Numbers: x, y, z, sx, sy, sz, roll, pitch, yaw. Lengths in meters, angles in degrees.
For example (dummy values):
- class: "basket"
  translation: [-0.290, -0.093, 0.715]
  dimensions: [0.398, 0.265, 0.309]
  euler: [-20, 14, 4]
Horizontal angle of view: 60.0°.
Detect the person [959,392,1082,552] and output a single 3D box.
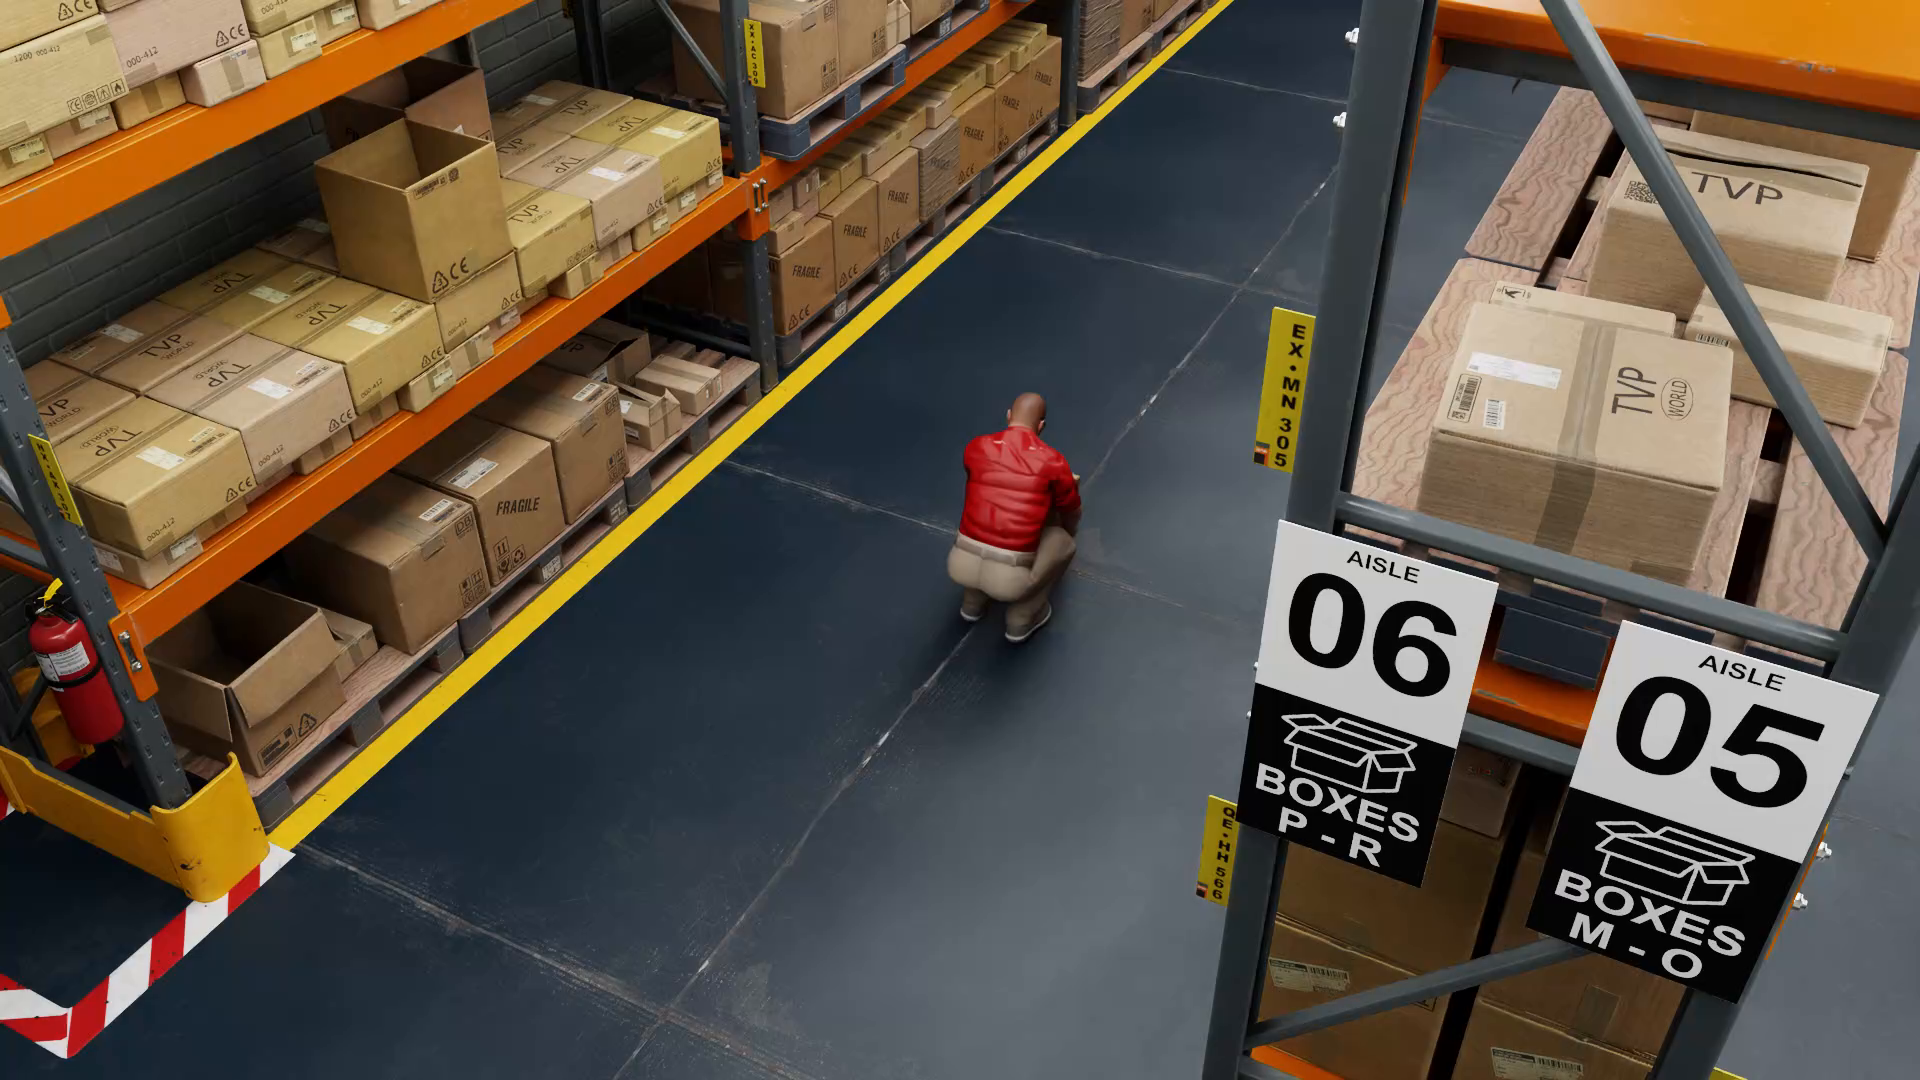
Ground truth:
- class: "person"
  translation: [0.266, -0.190, 7.533]
  dimensions: [0.537, 0.860, 0.770]
  euler: [17, 41, 21]
